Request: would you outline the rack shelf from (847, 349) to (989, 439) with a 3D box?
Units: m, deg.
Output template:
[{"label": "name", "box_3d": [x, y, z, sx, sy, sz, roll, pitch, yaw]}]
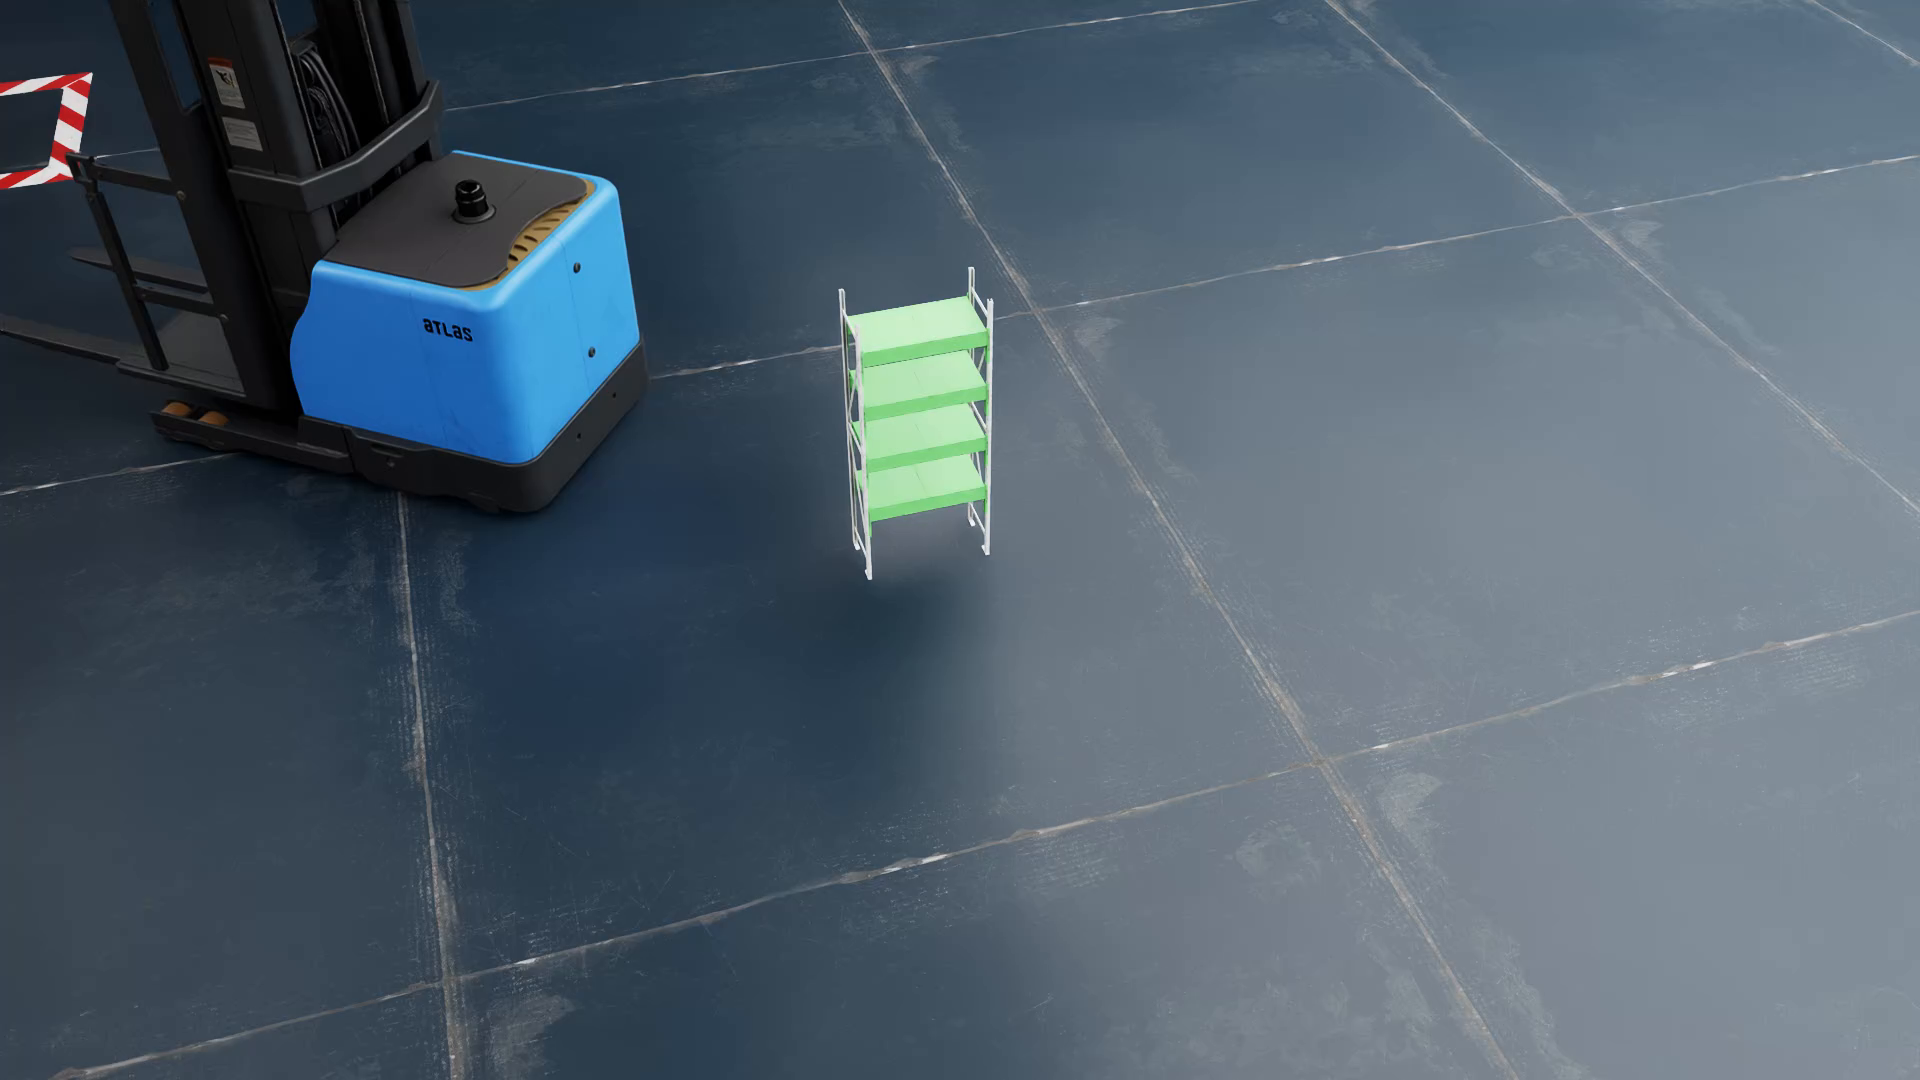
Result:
[{"label": "rack shelf", "box_3d": [-0.158, -0.552, 6.202, 0.480, 0.148, 0.258, -12, 42, -13]}]

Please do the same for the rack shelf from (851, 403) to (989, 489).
[{"label": "rack shelf", "box_3d": [-0.158, -0.371, 6.360, 0.480, 0.148, 0.258, -12, 42, -13]}]

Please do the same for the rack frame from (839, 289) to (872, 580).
[{"label": "rack frame", "box_3d": [-0.391, -0.371, 6.263, 0.015, 1.200, 0.240, -12, 42, -13]}]

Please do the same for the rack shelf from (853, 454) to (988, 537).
[{"label": "rack shelf", "box_3d": [-0.158, -0.190, 6.518, 0.480, 0.148, 0.258, -12, 42, -13]}]

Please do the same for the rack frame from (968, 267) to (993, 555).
[{"label": "rack frame", "box_3d": [0.075, -0.467, 6.373, 0.015, 1.200, 0.240, -12, 42, -13]}]

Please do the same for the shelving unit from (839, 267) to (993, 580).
[{"label": "shelving unit", "box_3d": [-0.158, -0.419, 6.318, 0.503, 1.200, 0.258, -12, 42, -13]}]

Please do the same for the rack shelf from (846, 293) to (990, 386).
[{"label": "rack shelf", "box_3d": [-0.158, -0.732, 6.044, 0.480, 0.148, 0.258, -12, 42, -13]}]

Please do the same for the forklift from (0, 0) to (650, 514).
[{"label": "forklift", "box_3d": [-2.962, -1.804, 6.587, 3.031, 2.935, 1.130, 13, 43, 15]}]
